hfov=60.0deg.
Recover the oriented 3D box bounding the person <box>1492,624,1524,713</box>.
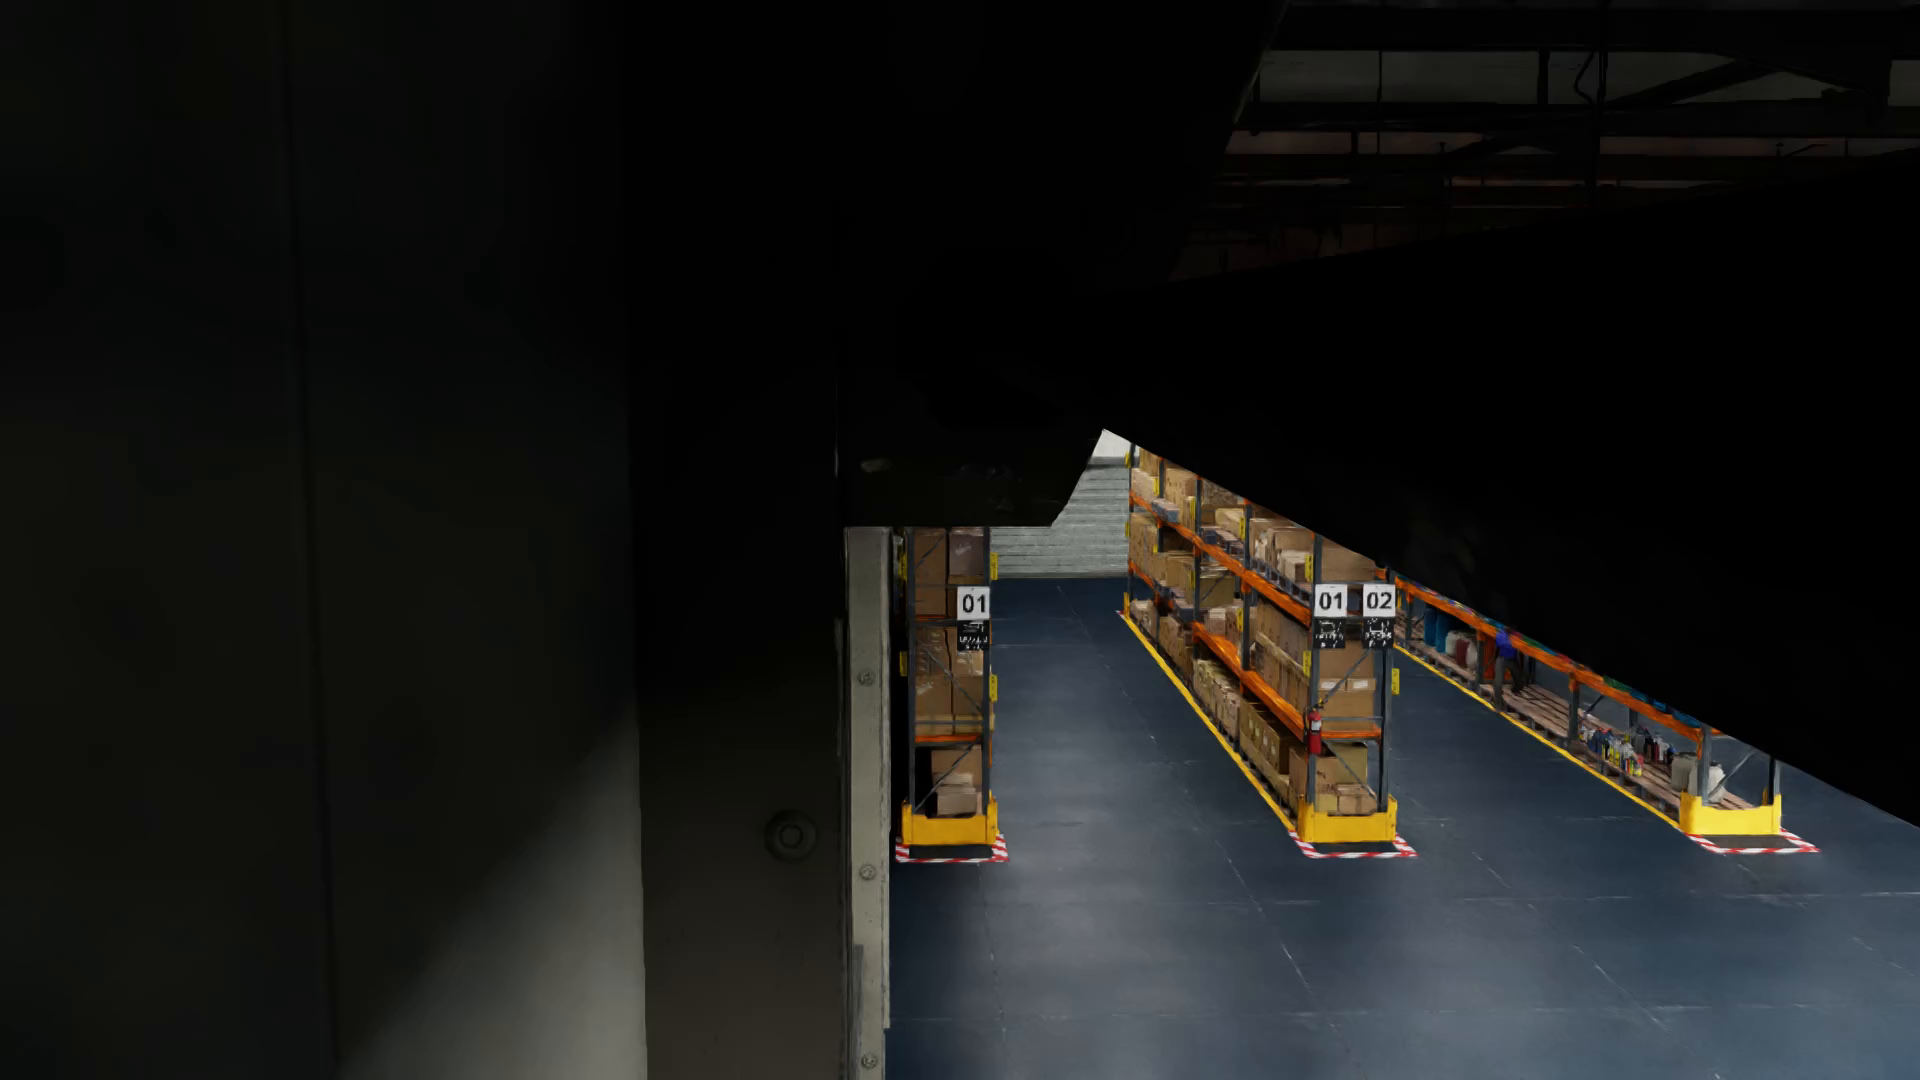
[{"bbox_3d":[9.061,2.020,27.463,0.507,1.602,0.949,3,8,19],"label":"person"}]

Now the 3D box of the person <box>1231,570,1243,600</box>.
[{"bbox_3d":[5.762,1.018,34.792,0.598,1.698,1.193,0,7,0],"label":"person"}]
